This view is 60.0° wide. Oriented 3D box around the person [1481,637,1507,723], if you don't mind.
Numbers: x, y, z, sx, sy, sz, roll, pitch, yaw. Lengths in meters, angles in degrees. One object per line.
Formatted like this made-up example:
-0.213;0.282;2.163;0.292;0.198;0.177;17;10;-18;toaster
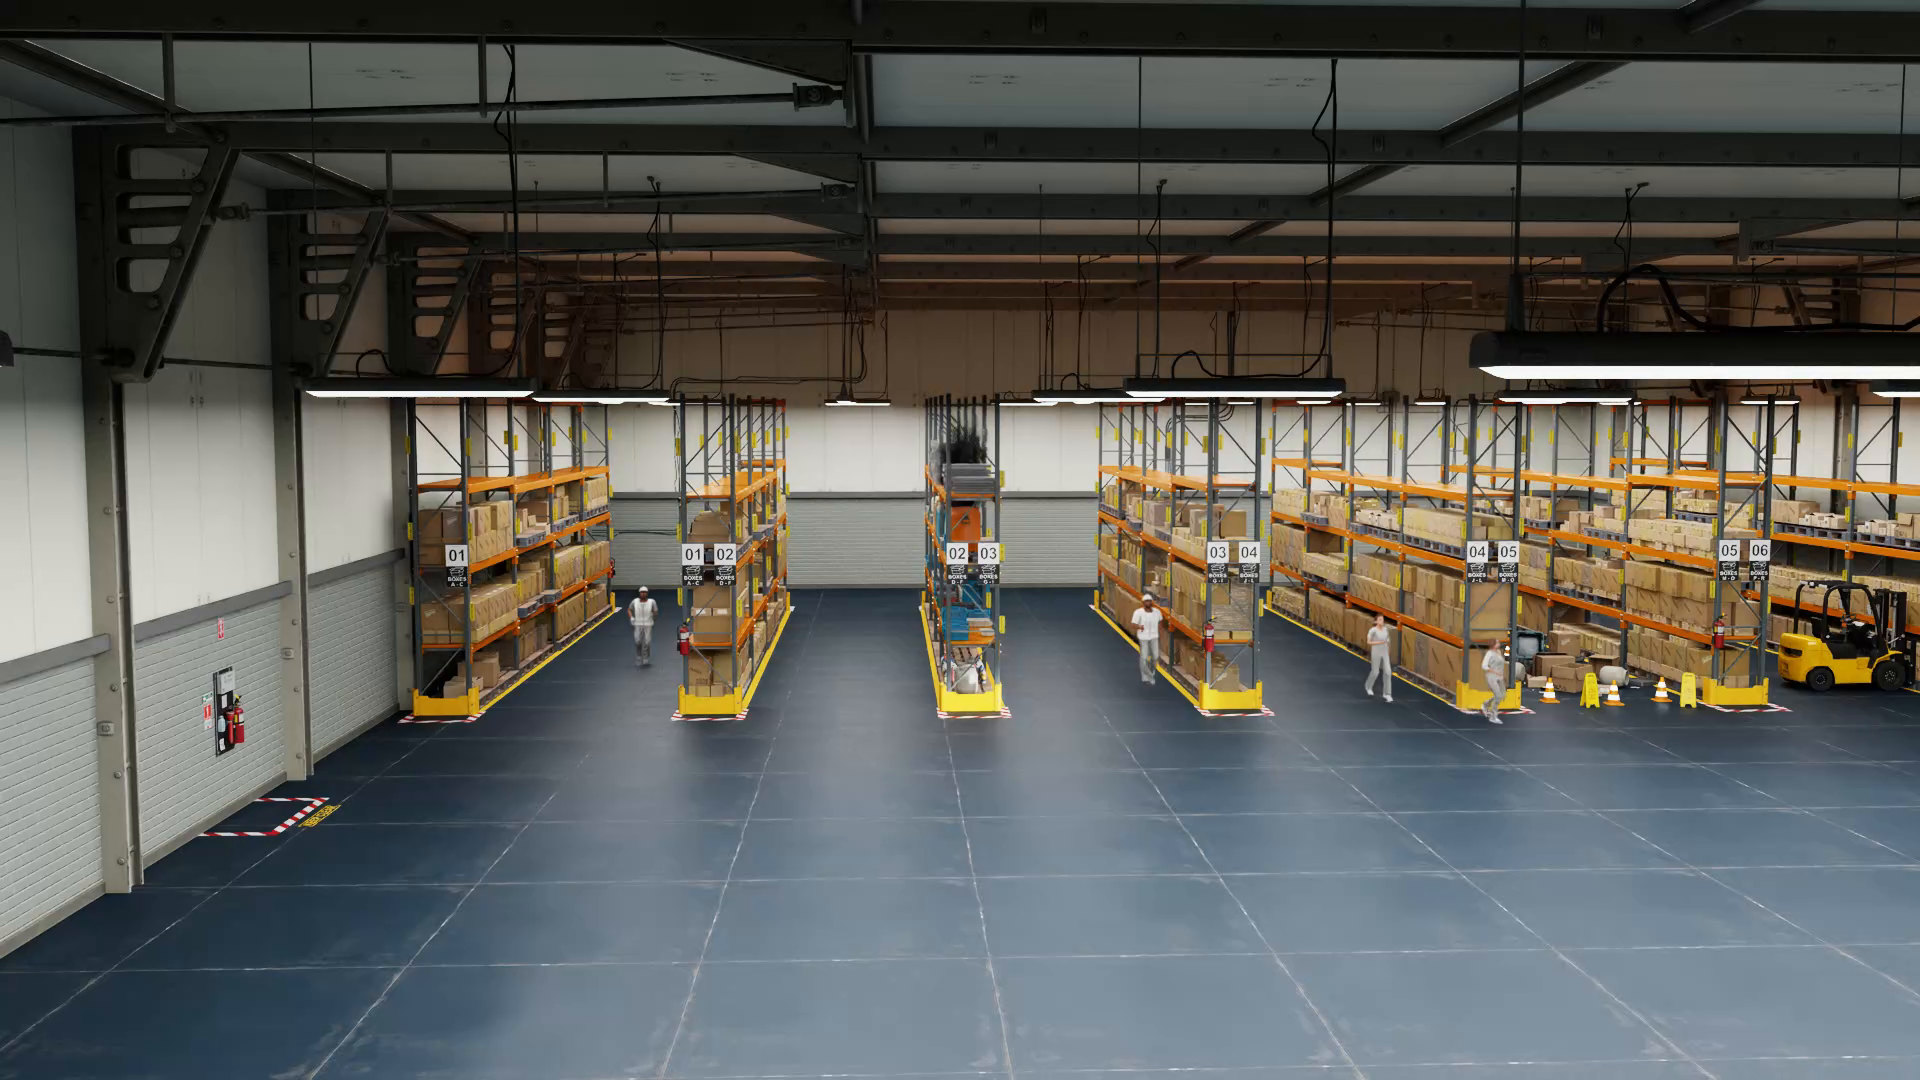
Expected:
9.745;2.563;30.382;0.581;1.581;0.541;-4;6;-45;person

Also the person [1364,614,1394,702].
8.233;2.282;32.619;0.568;1.675;0.905;-1;5;-15;person

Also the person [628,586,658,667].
-7.031;1.926;36.909;0.670;1.783;0.661;-1;5;-10;person

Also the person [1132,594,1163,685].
3.742;1.983;32.886;0.680;1.812;0.626;-1;5;-7;person
